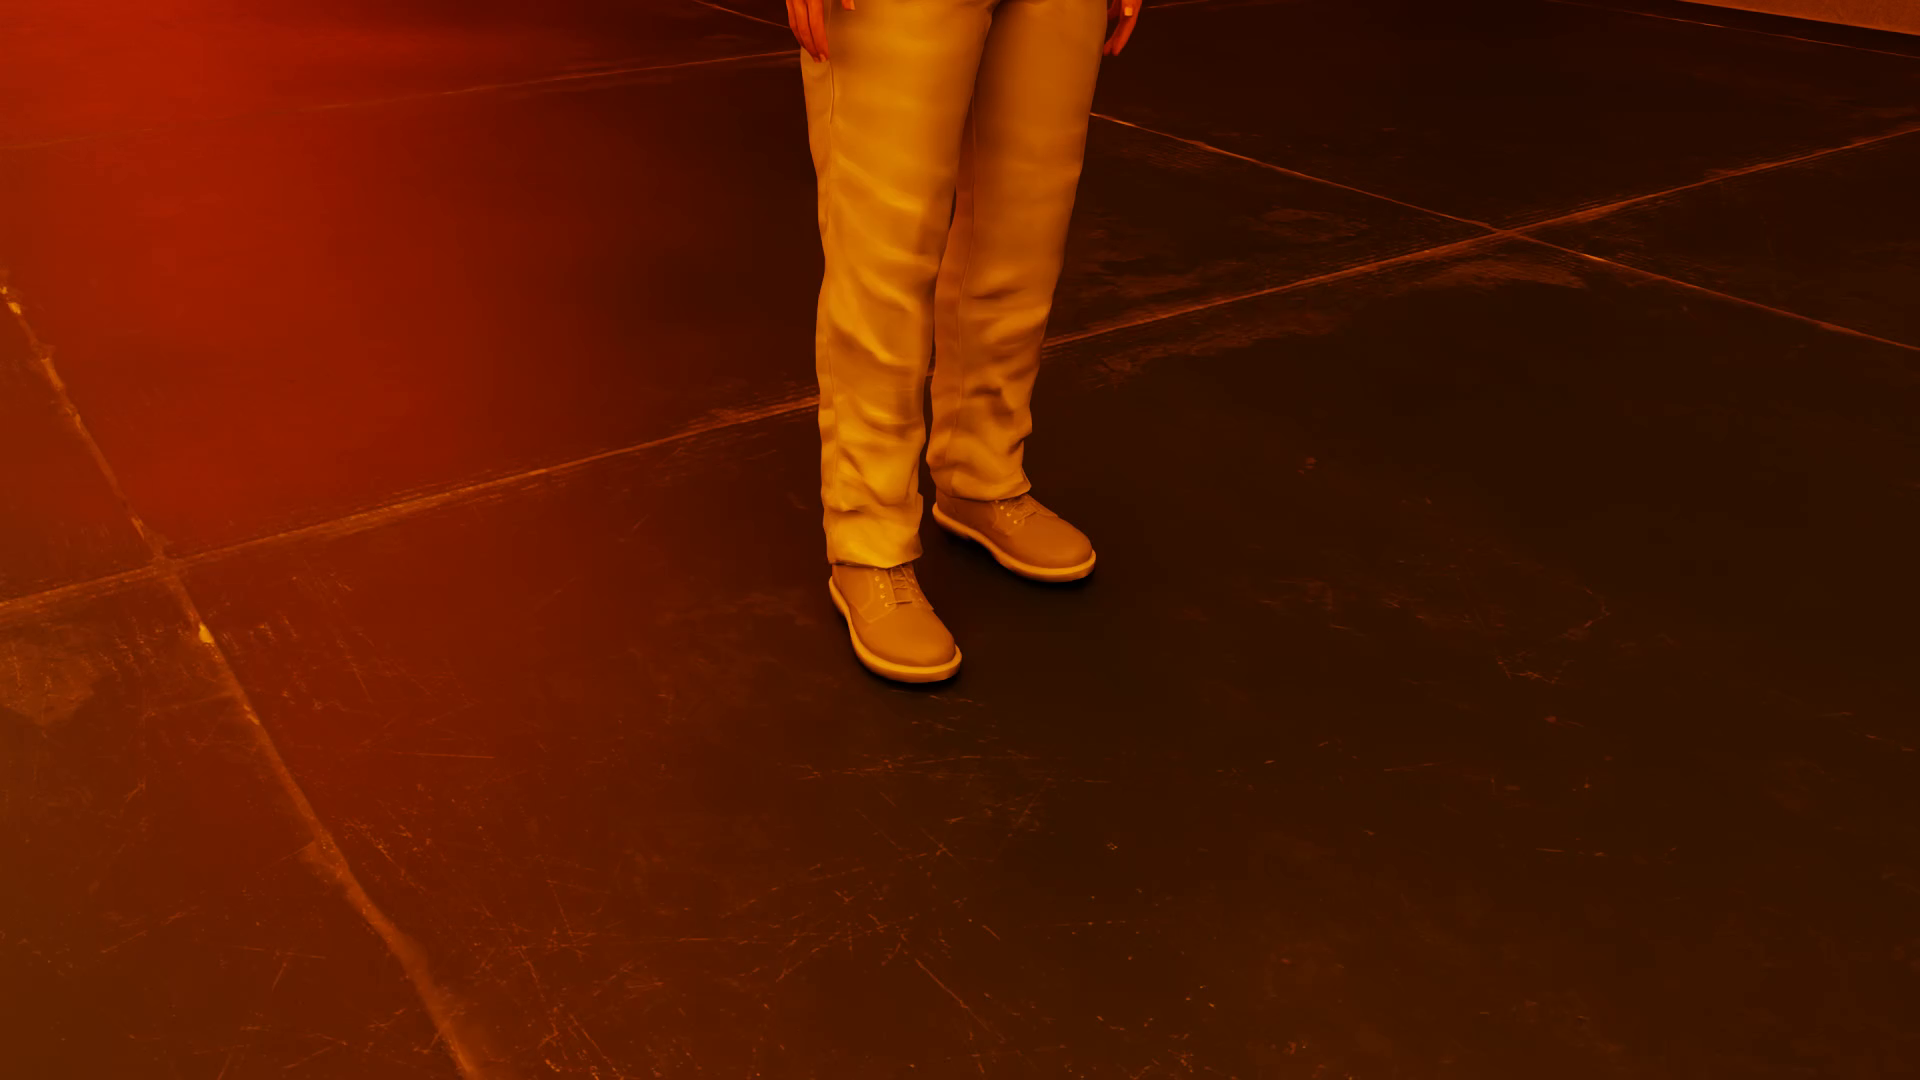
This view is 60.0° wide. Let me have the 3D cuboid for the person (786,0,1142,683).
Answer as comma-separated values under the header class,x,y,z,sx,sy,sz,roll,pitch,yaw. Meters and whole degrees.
class,x,y,z,sx,sy,sz,roll,pitch,yaw
person,0.025,-0.717,2.055,0.598,1.670,0.529,-17,31,-31
